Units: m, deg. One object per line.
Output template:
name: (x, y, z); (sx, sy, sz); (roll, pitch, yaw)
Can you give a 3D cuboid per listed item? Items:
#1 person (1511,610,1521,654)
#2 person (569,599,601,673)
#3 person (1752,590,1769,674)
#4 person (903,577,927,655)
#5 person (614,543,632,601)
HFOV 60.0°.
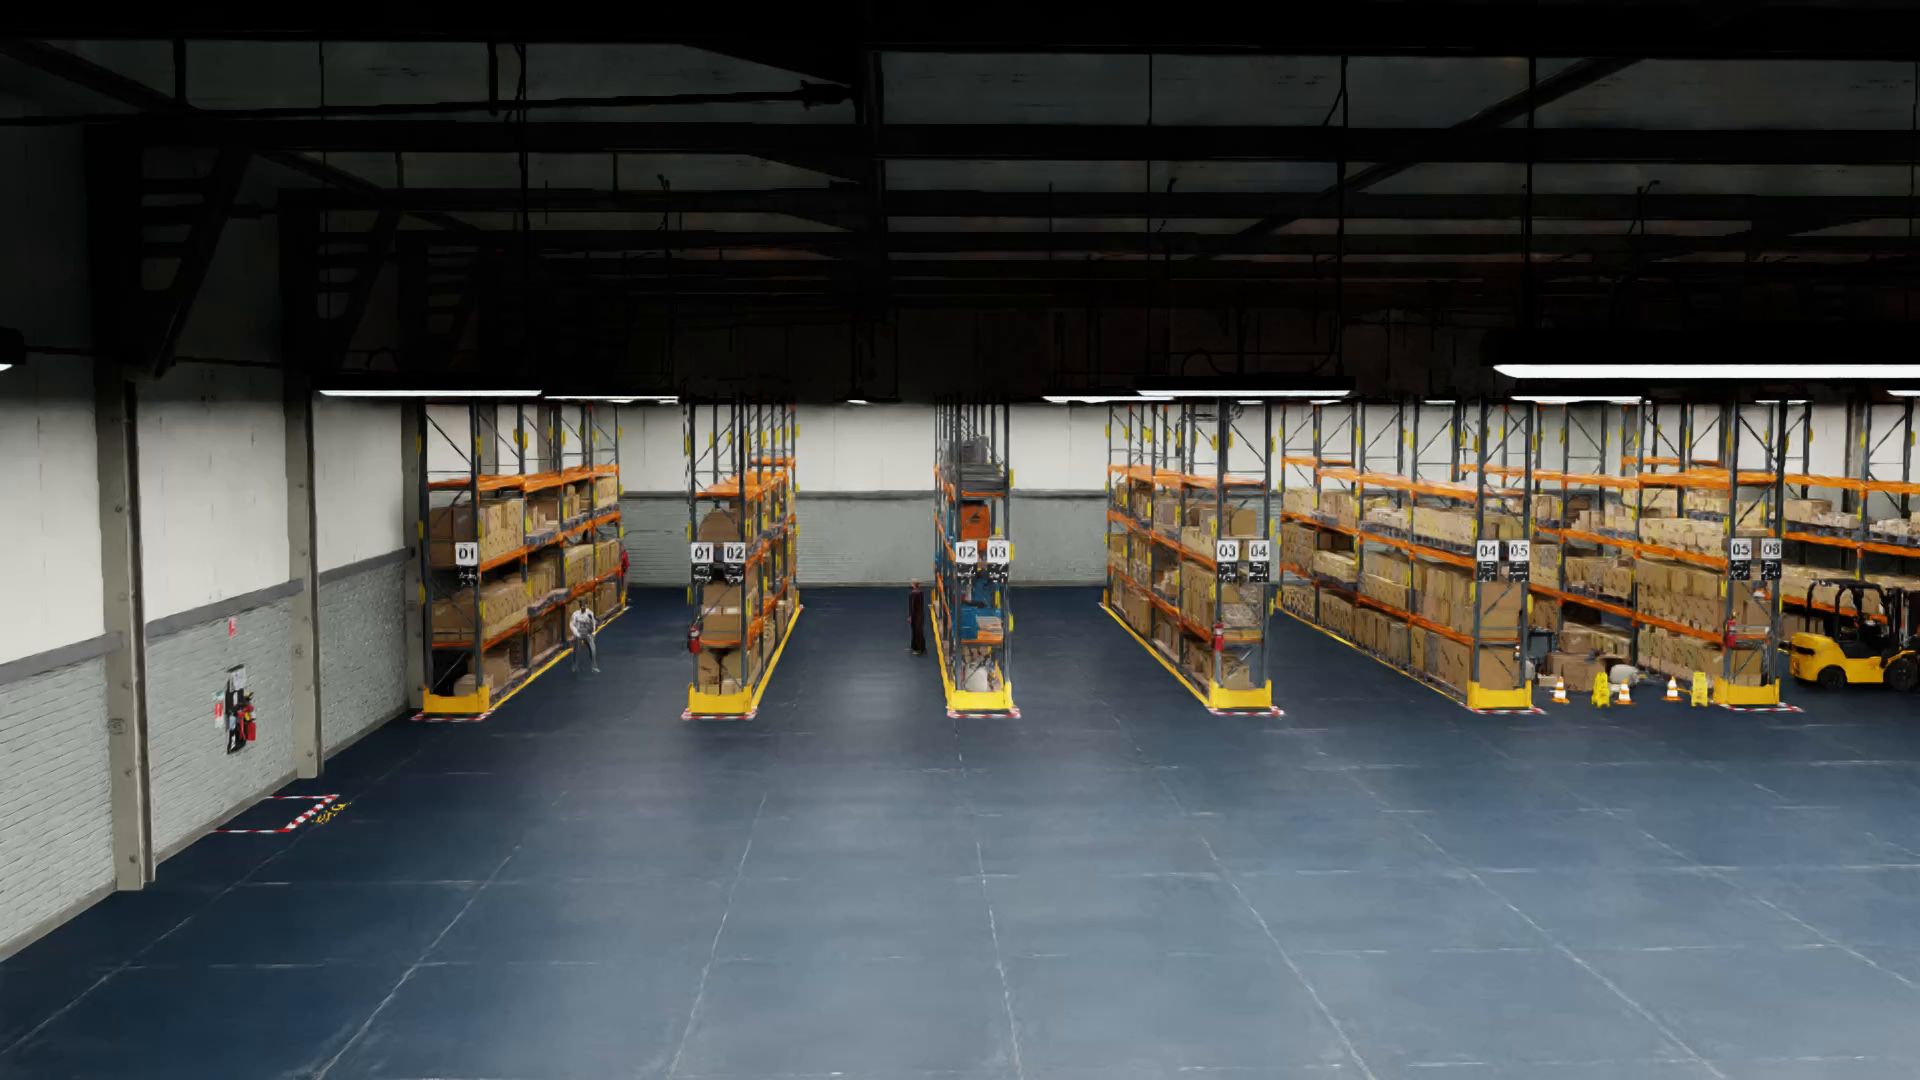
person: (12.633, 1.853, 37.806); (0.549, 1.646, 0.577); (2, 5, 27)
person: (-8.108, 2.039, 35.826); (0.629, 1.608, 0.811); (-2, 5, -19)
person: (17.127, 1.953, 35.749); (0.583, 1.782, 0.665); (2, 5, 28)
person: (-1.042, 1.745, 38.362); (0.628, 1.772, 0.697); (1, 5, 13)
person: (-10.036, 0.950, 48.904); (0.486, 1.726, 0.726); (3, 6, 35)
